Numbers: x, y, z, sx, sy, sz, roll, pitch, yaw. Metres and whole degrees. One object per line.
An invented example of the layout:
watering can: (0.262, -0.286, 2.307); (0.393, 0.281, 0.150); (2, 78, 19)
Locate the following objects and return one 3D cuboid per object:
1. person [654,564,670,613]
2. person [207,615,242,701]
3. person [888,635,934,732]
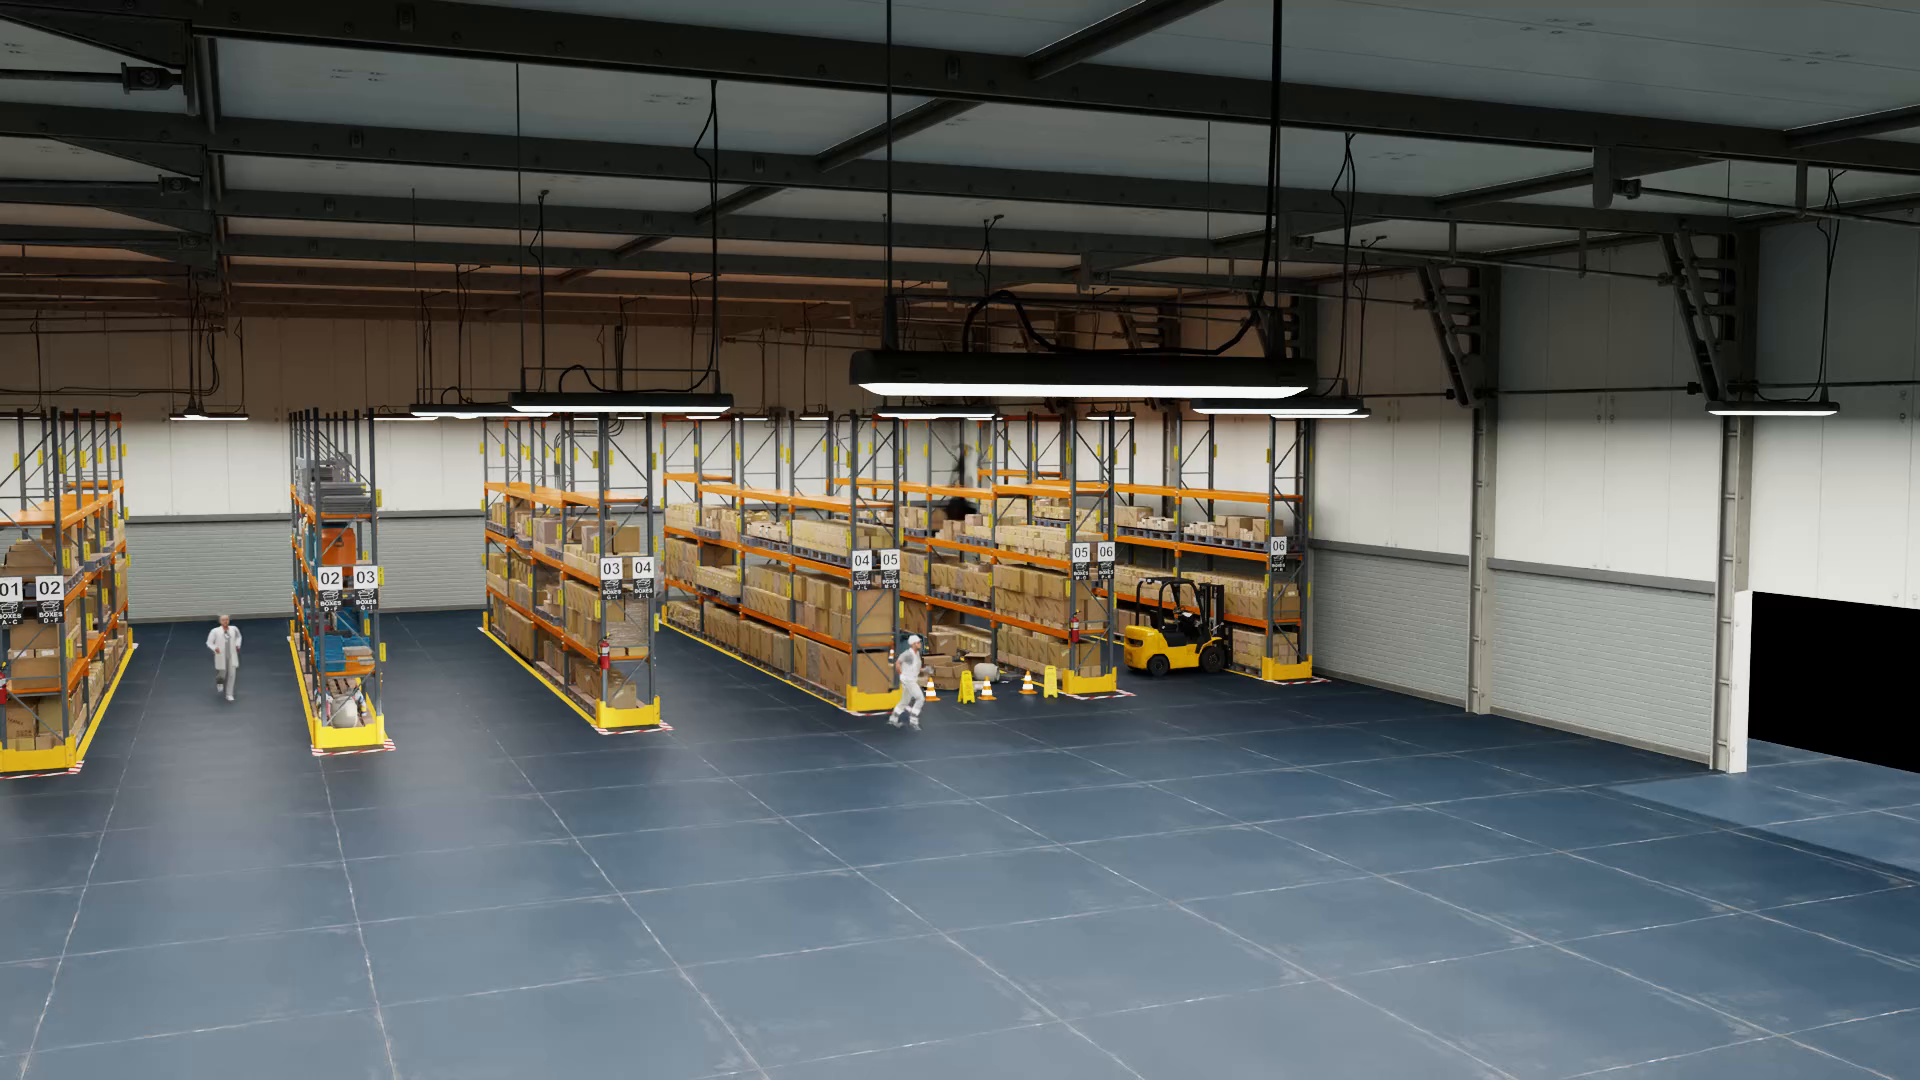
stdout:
person: (-8.763, 1.548, 48.897); (0.550, 1.517, 0.816); (3, 5, 34)
person: (-15.261, 2.473, 34.565); (0.711, 1.679, 0.918); (-3, 5, -36)
person: (-0.928, 2.681, 31.039); (0.864, 1.824, 0.587); (1, 4, 9)
